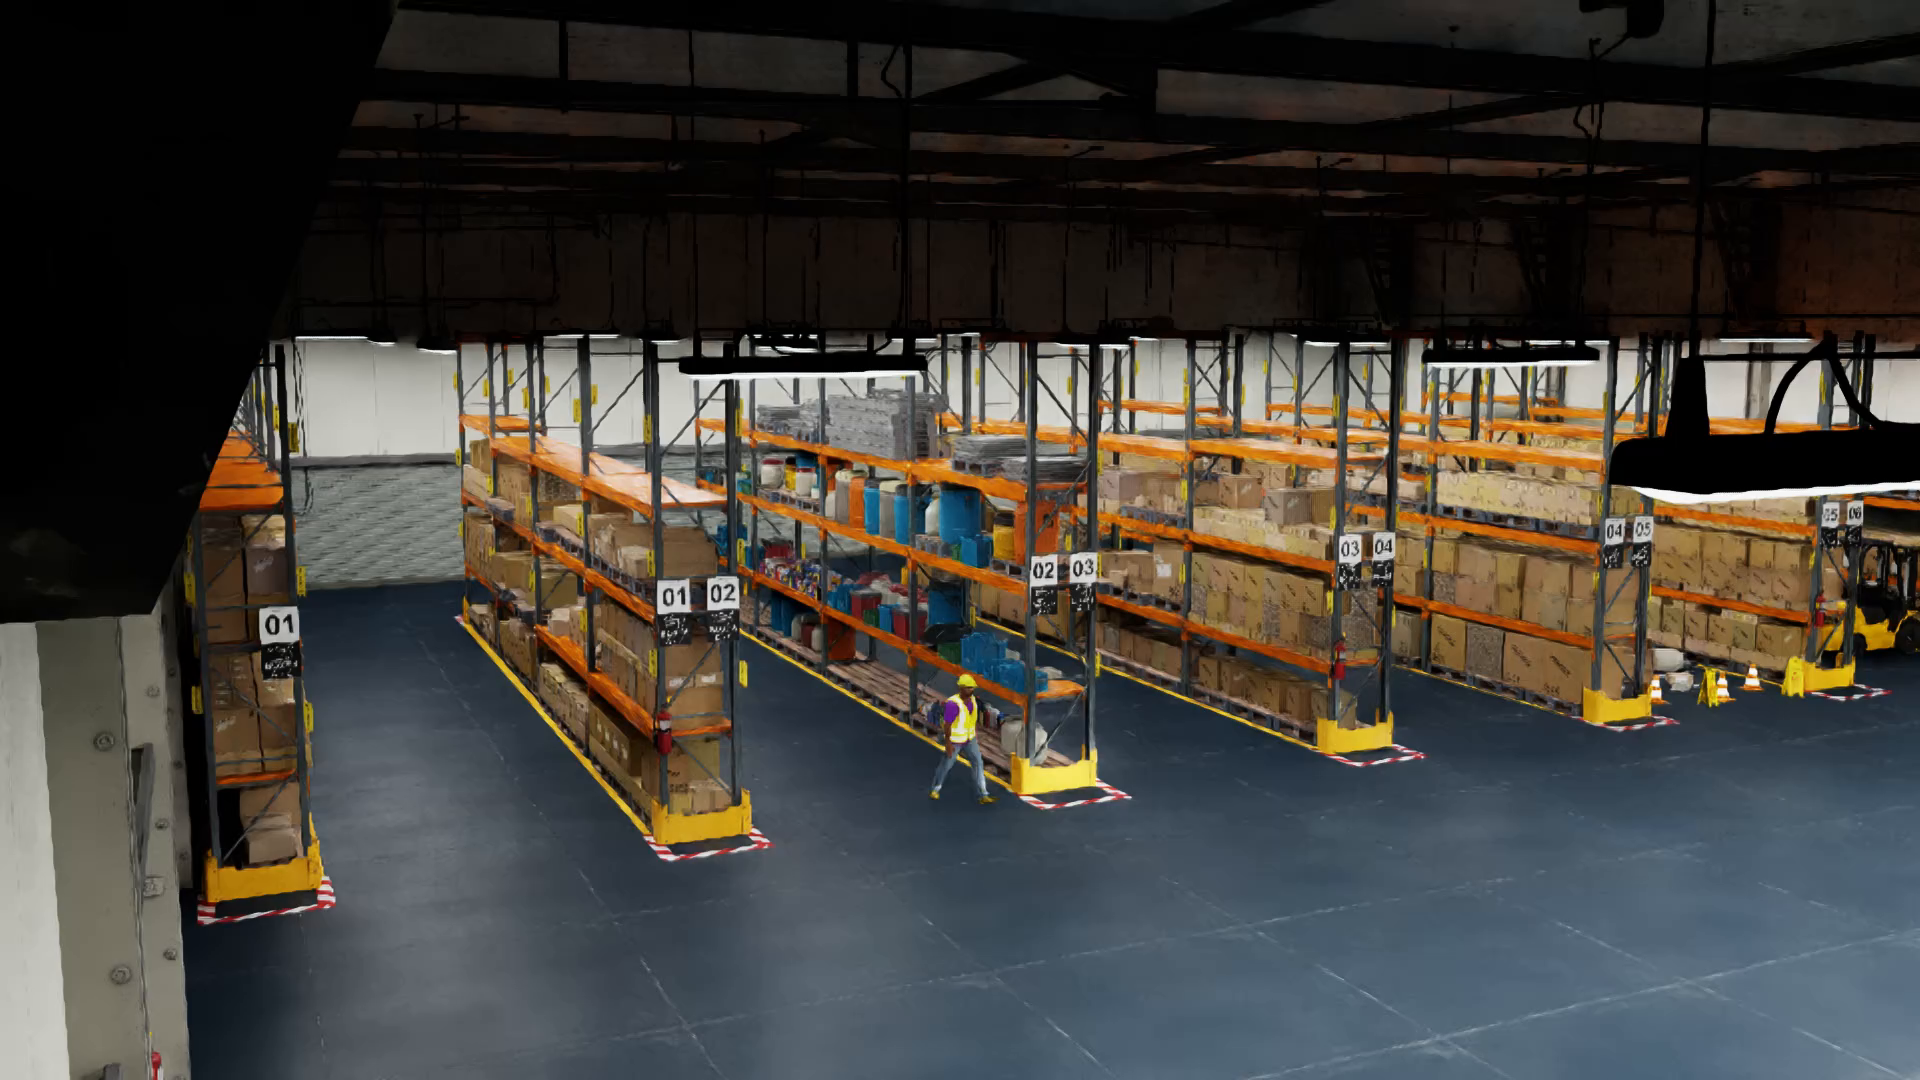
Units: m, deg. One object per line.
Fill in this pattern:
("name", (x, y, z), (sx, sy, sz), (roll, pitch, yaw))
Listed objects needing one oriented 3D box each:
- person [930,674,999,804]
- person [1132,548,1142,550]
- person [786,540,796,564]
("person", (0.022, 2.584, 21.641), (0.620, 1.723, 0.965), (-8, 11, -44))
("person", (3.549, 0.999, 33.361), (0.537, 1.676, 0.416), (5, 9, 35))
("person", (-3.695, 0.733, 35.870), (0.419, 1.514, 1.038), (-4, 9, -27))
